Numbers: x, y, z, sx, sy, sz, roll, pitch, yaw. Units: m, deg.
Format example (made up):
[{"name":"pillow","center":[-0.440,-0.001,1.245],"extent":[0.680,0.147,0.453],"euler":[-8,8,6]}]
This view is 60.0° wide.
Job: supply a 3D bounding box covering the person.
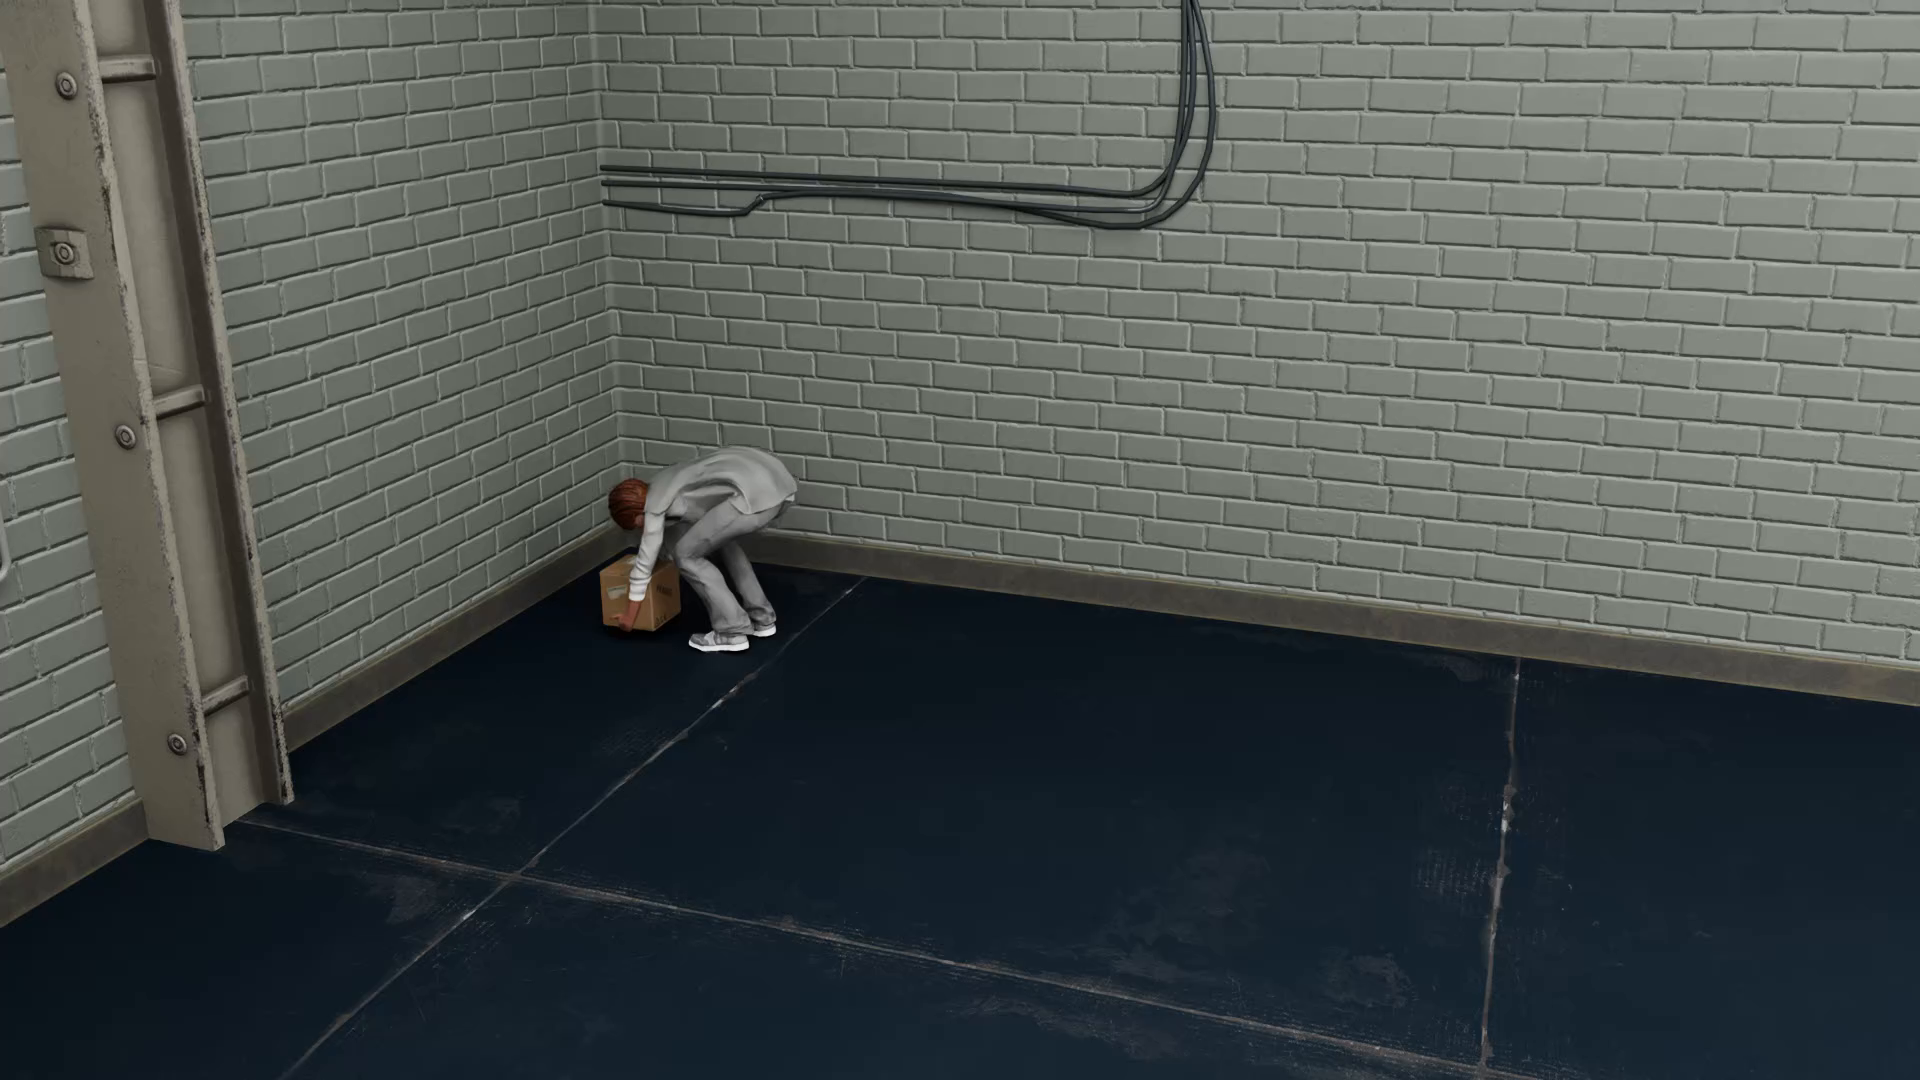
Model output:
[{"name":"person","center":[-1.116,0.019,7.137],"extent":[0.840,0.801,0.353],"euler":[5,20,16]}]
